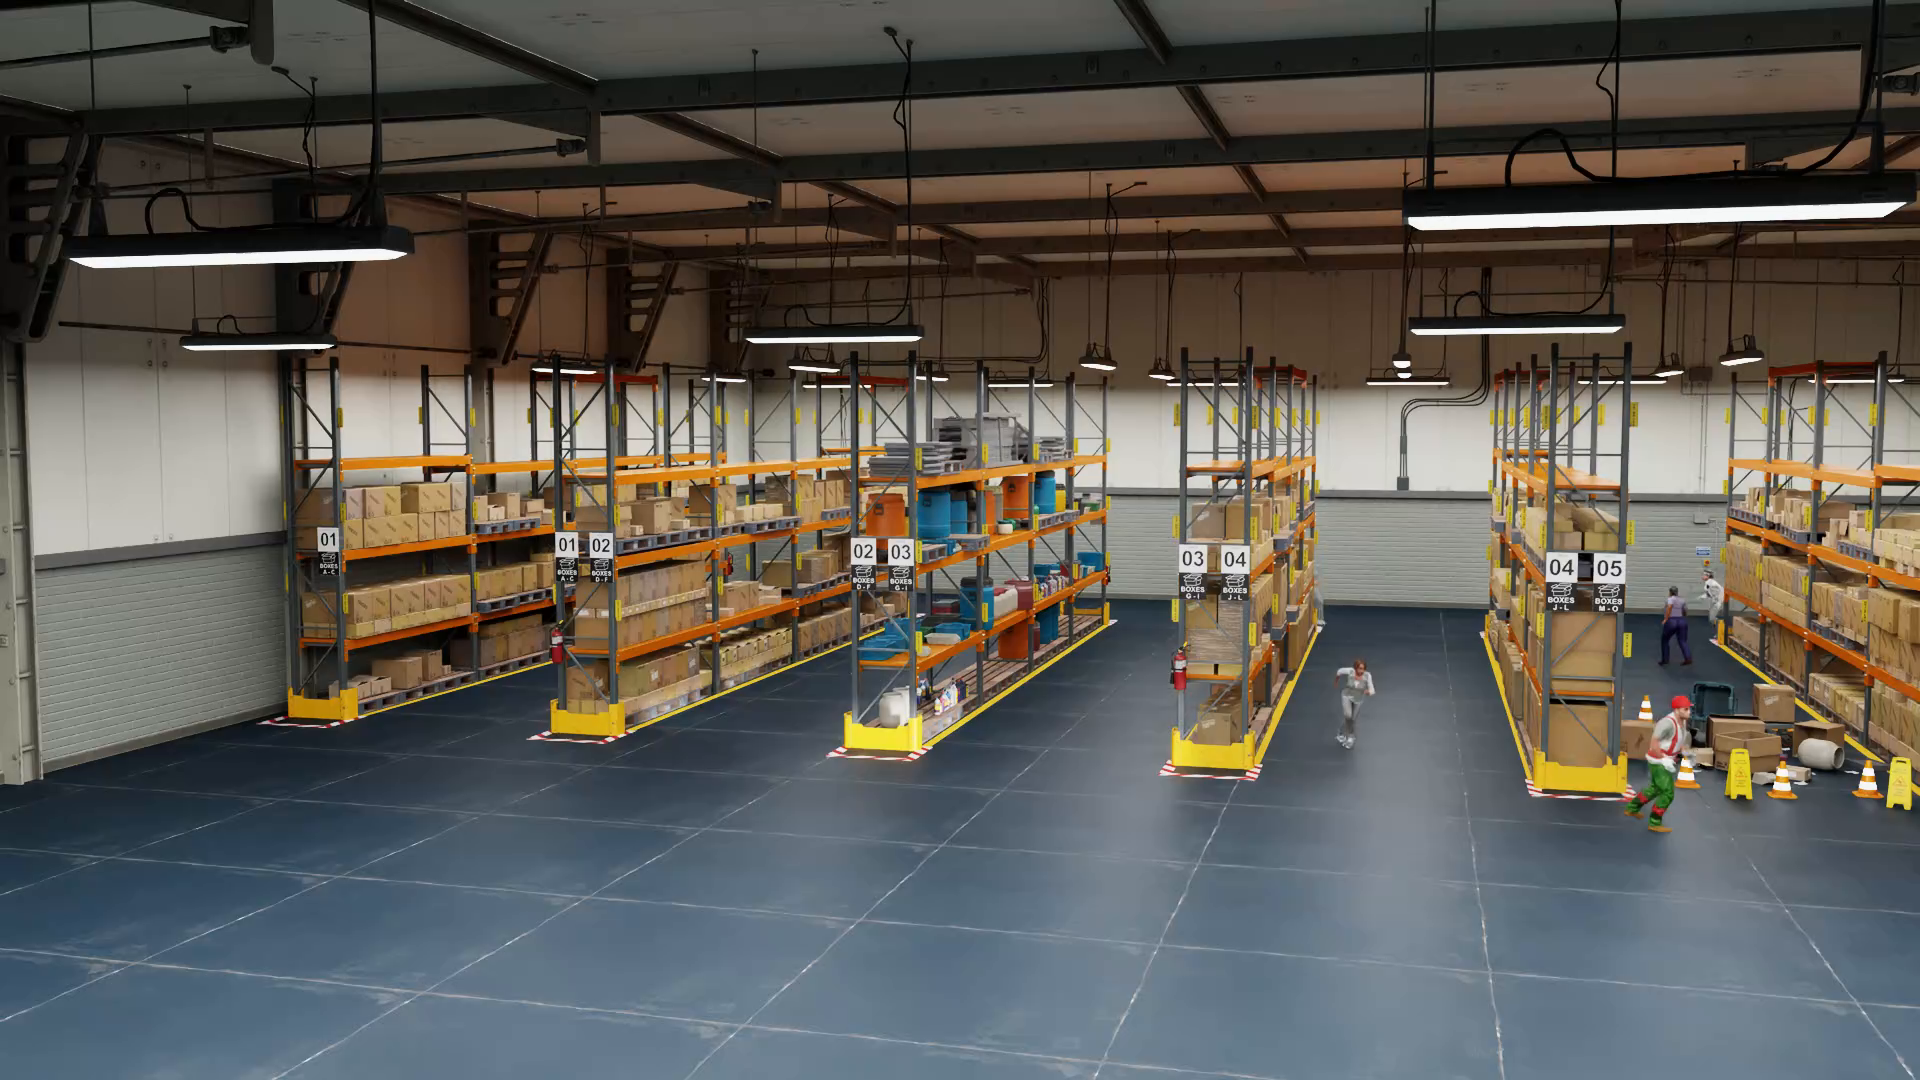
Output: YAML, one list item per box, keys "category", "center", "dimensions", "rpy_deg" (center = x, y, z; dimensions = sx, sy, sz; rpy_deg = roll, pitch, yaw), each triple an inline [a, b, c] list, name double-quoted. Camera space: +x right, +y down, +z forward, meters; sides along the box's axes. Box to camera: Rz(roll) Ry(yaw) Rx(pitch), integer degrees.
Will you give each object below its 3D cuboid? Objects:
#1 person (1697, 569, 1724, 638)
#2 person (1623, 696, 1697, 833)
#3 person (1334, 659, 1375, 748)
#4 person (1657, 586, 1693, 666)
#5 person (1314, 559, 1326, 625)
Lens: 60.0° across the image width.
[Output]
- category: "person"
  center: [17.142, 1.445, 37.844]
  dimensions: [0.706, 1.573, 0.600]
  rpy_deg: [0, 4, 5]
- category: "person"
  center: [8.450, 2.683, 20.126]
  dimensions: [0.865, 1.694, 0.668]
  rpy_deg: [4, 6, 41]
- category: "person"
  center: [5.965, 2.438, 25.148]
  dimensions: [0.502, 1.377, 1.026]
  rpy_deg: [0, 4, 0]
- category: "person"
  center: [14.345, 1.752, 33.288]
  dimensions: [0.604, 1.639, 0.957]
  rpy_deg: [-1, 4, -7]
- category: "person"
  center: [8.464, 1.221, 40.348]
  dimensions: [0.572, 1.695, 0.825]
  rpy_deg: [-4, 6, -42]
